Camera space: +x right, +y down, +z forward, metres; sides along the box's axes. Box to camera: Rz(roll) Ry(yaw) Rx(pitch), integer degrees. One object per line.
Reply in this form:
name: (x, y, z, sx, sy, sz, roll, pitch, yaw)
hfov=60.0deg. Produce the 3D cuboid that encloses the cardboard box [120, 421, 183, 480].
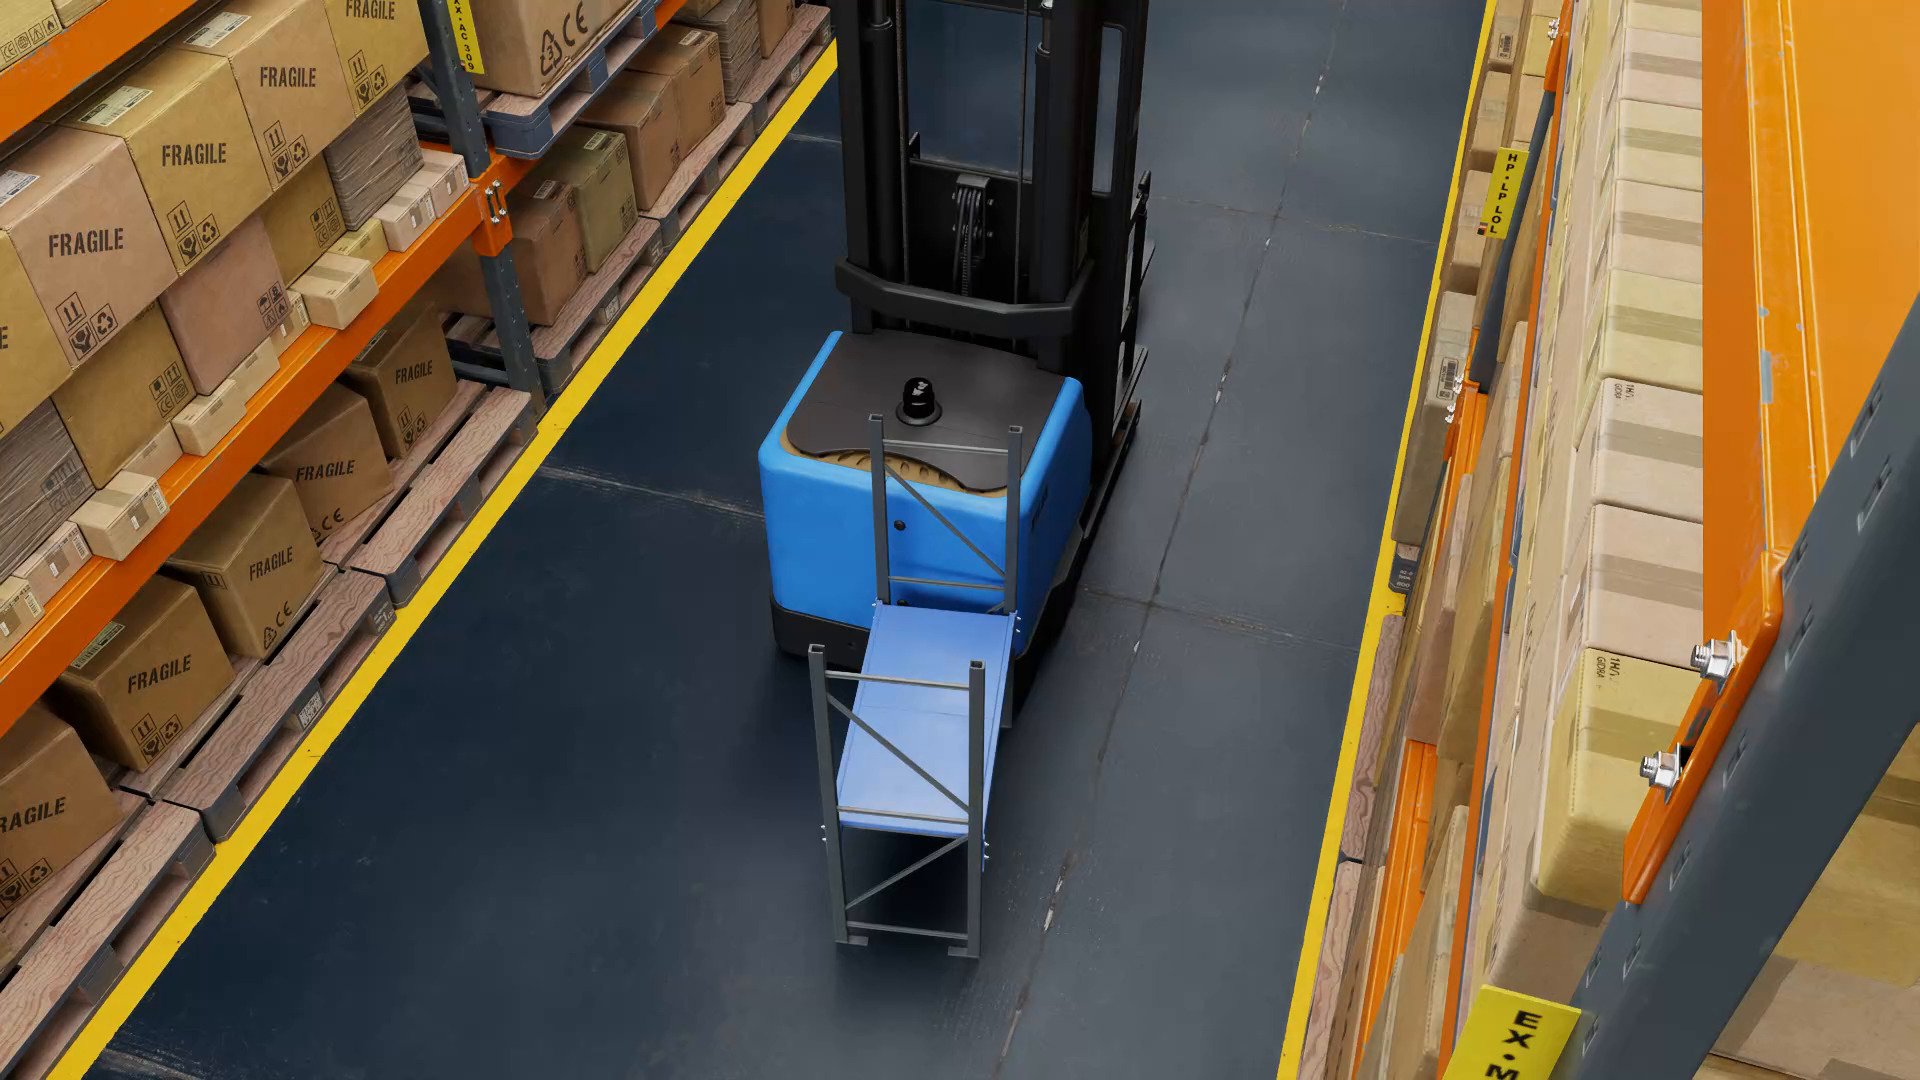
cardboard box: (-2.821, -0.299, 5.490, 0.380, 0.149, 0.250, 13, 46, 13)

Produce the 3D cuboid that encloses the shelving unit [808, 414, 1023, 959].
shelving unit: (-0.113, 0.511, 5.555, 0.538, 1.500, 1.048, 5, 45, 5)

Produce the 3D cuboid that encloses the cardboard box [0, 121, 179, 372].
cardboard box: (-2.750, -0.884, 4.908, 0.500, 0.500, 0.500, 13, 46, 13)

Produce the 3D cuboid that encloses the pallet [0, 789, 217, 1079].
pallet: (-3.328, 1.337, 5.632, 1.003, 0.211, 1.213, 13, 46, 13)

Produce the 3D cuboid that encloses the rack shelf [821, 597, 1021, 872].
rack shelf: (-0.113, 0.639, 5.681, 0.538, 0.185, 1.000, 5, 45, 5)

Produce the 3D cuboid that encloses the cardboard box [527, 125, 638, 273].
cardboard box: (-2.050, -1.724, 8.239, 0.700, 0.500, 0.500, 12, 46, 12)

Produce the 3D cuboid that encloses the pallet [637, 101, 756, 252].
pallet: (-1.817, -2.080, 9.124, 1.003, 0.211, 1.213, 13, 46, 13)

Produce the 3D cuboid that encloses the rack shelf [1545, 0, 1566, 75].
rack shelf: (2.883, -2.772, 6.206, 1.077, 0.370, 4.000, 13, 46, 13)

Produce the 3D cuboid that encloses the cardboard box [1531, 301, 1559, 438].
cardboard box: (1.229, -0.266, 2.939, 0.380, 0.149, 0.250, 13, 46, 13)

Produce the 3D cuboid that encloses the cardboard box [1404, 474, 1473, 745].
cardboard box: (1.756, 0.278, 4.613, 0.875, 0.550, 0.550, 13, 46, 13)

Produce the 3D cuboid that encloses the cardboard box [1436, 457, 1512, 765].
cardboard box: (1.629, 0.252, 3.867, 0.875, 0.550, 0.500, 13, 46, 13)

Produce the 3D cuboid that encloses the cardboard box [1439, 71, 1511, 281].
cardboard box: (2.957, -1.666, 8.015, 1.050, 0.750, 0.750, 13, 46, 13)

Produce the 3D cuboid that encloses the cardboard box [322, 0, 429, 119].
cardboard box: (-2.293, -1.883, 5.929, 0.500, 0.500, 0.500, 13, 46, 13)

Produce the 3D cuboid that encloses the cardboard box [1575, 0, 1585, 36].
cardboard box: (1.690, -1.282, 3.978, 0.380, 0.149, 0.250, 12, 46, 12)

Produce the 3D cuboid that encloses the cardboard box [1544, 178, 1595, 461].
cardboard box: (1.253, -0.321, 2.711, 0.500, 0.250, 0.500, 12, 46, 12)

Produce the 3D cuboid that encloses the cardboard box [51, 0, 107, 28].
cardboard box: (-2.626, -1.714, 4.719, 0.500, 0.250, 0.500, 12, 46, 12)

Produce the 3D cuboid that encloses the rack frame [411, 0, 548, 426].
rack frame: (-2.419, -1.742, 6.784, 1.000, 3.000, 0.127, 13, 46, 13)

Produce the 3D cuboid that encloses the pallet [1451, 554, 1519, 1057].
pallet: (1.281, 0.505, 2.406, 1.003, 0.211, 1.213, 13, 46, 13)

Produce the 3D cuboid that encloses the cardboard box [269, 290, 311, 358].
cardboard box: (-2.593, -0.799, 6.000, 0.380, 0.149, 0.250, 13, 46, 13)

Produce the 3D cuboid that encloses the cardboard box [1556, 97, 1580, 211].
cardboard box: (1.459, -0.772, 3.456, 0.380, 0.149, 0.250, 13, 46, 13)

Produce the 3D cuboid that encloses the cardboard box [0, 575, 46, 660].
cardboard box: (-2.995, 0.213, 4.967, 0.380, 0.149, 0.250, 13, 46, 13)

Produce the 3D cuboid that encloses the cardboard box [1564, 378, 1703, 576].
cardboard box: (0.999, -0.044, 2.142, 0.380, 0.149, 0.250, 13, 46, 13)

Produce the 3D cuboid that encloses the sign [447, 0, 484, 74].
sign: (-1.900, -1.941, 6.369, 0.100, 0.325, 0.005, 13, 46, 13)

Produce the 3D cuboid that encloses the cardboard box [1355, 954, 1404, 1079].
cardboard box: (1.281, 1.361, 3.506, 0.875, 0.550, 0.550, 13, 46, 13)

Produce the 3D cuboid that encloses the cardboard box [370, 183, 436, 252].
cardboard box: (-2.289, -1.282, 6.494, 0.380, 0.149, 0.250, 13, 46, 13)

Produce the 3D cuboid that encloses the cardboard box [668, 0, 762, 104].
cardboard box: (-1.547, -2.848, 9.388, 0.700, 0.500, 0.500, 9, 45, 9)

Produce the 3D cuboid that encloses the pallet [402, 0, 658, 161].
pallet: (-2.049, -2.152, 7.340, 1.003, 0.211, 1.213, 13, 46, 13)

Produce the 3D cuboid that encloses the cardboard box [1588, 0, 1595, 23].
cardboard box: (1.711, -1.331, 3.743, 0.500, 0.250, 0.500, 12, 46, 12)

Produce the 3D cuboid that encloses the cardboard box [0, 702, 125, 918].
cardboard box: (-3.277, 0.850, 5.623, 0.500, 0.500, 0.500, 24, 49, 23)

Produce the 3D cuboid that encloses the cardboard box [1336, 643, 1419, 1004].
cardboard box: (1.751, 0.992, 5.210, 0.875, 0.875, 0.875, 13, 46, 13)

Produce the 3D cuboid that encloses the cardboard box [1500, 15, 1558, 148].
cardboard box: (2.487, -1.738, 6.708, 0.500, 0.500, 0.500, 13, 46, 13)

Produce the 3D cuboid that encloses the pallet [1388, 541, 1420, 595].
pallet: (2.439, -0.157, 7.159, 1.003, 0.211, 1.213, 13, 46, 13)

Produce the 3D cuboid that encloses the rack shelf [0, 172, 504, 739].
rack shelf: (-3.025, -0.151, 5.673, 1.077, 0.370, 4.000, 13, 46, 13)

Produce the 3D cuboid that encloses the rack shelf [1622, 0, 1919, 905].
rack shelf: (1.672, -1.035, 2.573, 1.077, 0.370, 4.000, 13, 46, 13)

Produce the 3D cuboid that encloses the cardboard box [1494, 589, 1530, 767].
cardboard box: (0.998, 0.242, 2.420, 0.380, 0.149, 0.250, 13, 46, 13)

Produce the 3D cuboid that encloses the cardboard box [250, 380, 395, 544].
cardboard box: (-2.745, -0.357, 6.856, 0.500, 0.500, 0.500, 27, 50, 25)

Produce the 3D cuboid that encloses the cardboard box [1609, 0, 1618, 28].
cardboard box: (1.459, -1.058, 3.178, 0.380, 0.149, 0.250, 12, 46, 12)

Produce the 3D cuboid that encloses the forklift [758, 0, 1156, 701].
forklift: (0.194, -1.467, 6.552, 1.130, 2.935, 3.031, 13, 46, 13)

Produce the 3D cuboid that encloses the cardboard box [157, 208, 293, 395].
cardboard box: (-2.855, -0.916, 5.657, 0.875, 0.500, 0.500, 13, 46, 13)

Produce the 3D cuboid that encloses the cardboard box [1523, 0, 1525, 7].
cardboard box: (2.944, -2.744, 7.737, 0.500, 0.500, 0.500, 12, 46, 12)

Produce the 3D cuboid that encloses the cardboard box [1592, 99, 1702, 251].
cardboard box: (1.230, -0.554, 2.664, 0.380, 0.149, 0.250, 12, 46, 12)
